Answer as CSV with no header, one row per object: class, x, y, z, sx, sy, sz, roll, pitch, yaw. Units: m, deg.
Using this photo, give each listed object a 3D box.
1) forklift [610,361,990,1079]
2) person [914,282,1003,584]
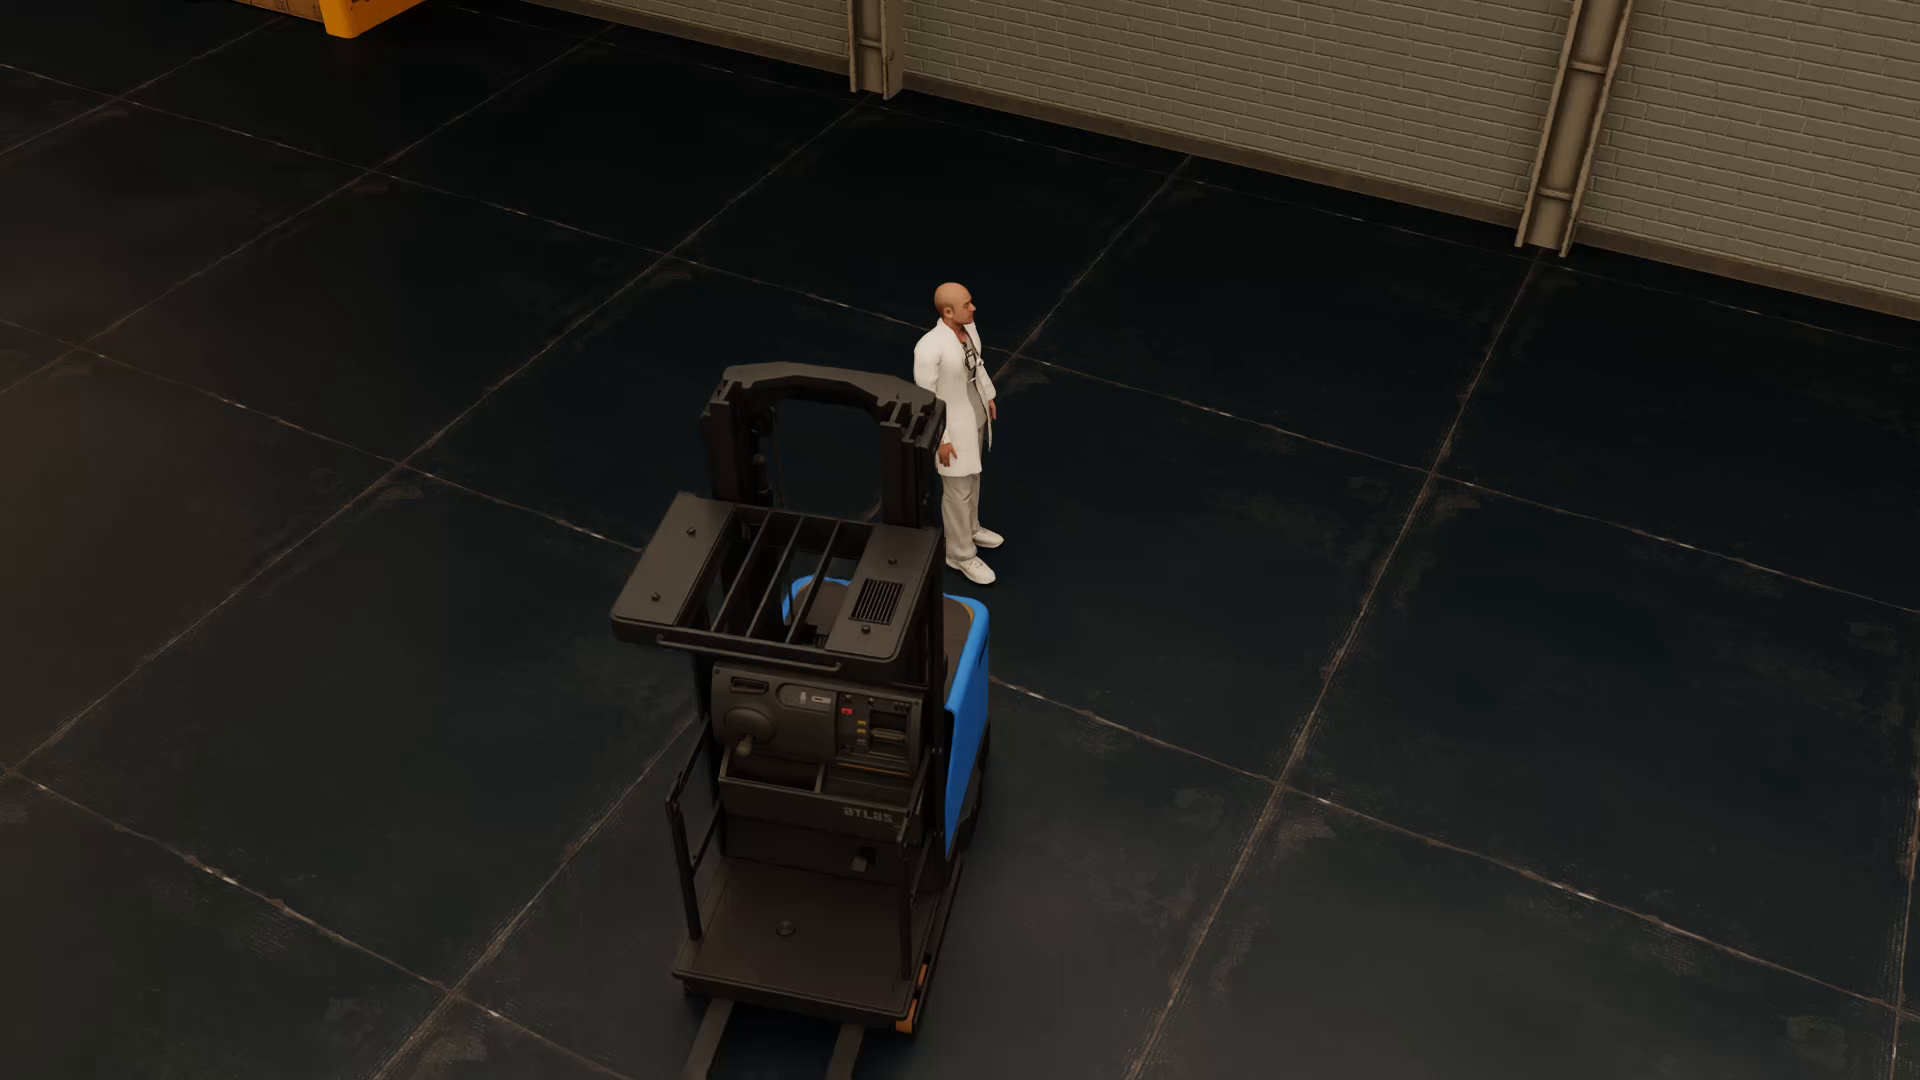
forklift,-0.662,0.857,6.969,1.130,2.935,3.031,8,41,10
person,0.079,-0.657,9.649,0.578,1.778,0.698,18,43,21
